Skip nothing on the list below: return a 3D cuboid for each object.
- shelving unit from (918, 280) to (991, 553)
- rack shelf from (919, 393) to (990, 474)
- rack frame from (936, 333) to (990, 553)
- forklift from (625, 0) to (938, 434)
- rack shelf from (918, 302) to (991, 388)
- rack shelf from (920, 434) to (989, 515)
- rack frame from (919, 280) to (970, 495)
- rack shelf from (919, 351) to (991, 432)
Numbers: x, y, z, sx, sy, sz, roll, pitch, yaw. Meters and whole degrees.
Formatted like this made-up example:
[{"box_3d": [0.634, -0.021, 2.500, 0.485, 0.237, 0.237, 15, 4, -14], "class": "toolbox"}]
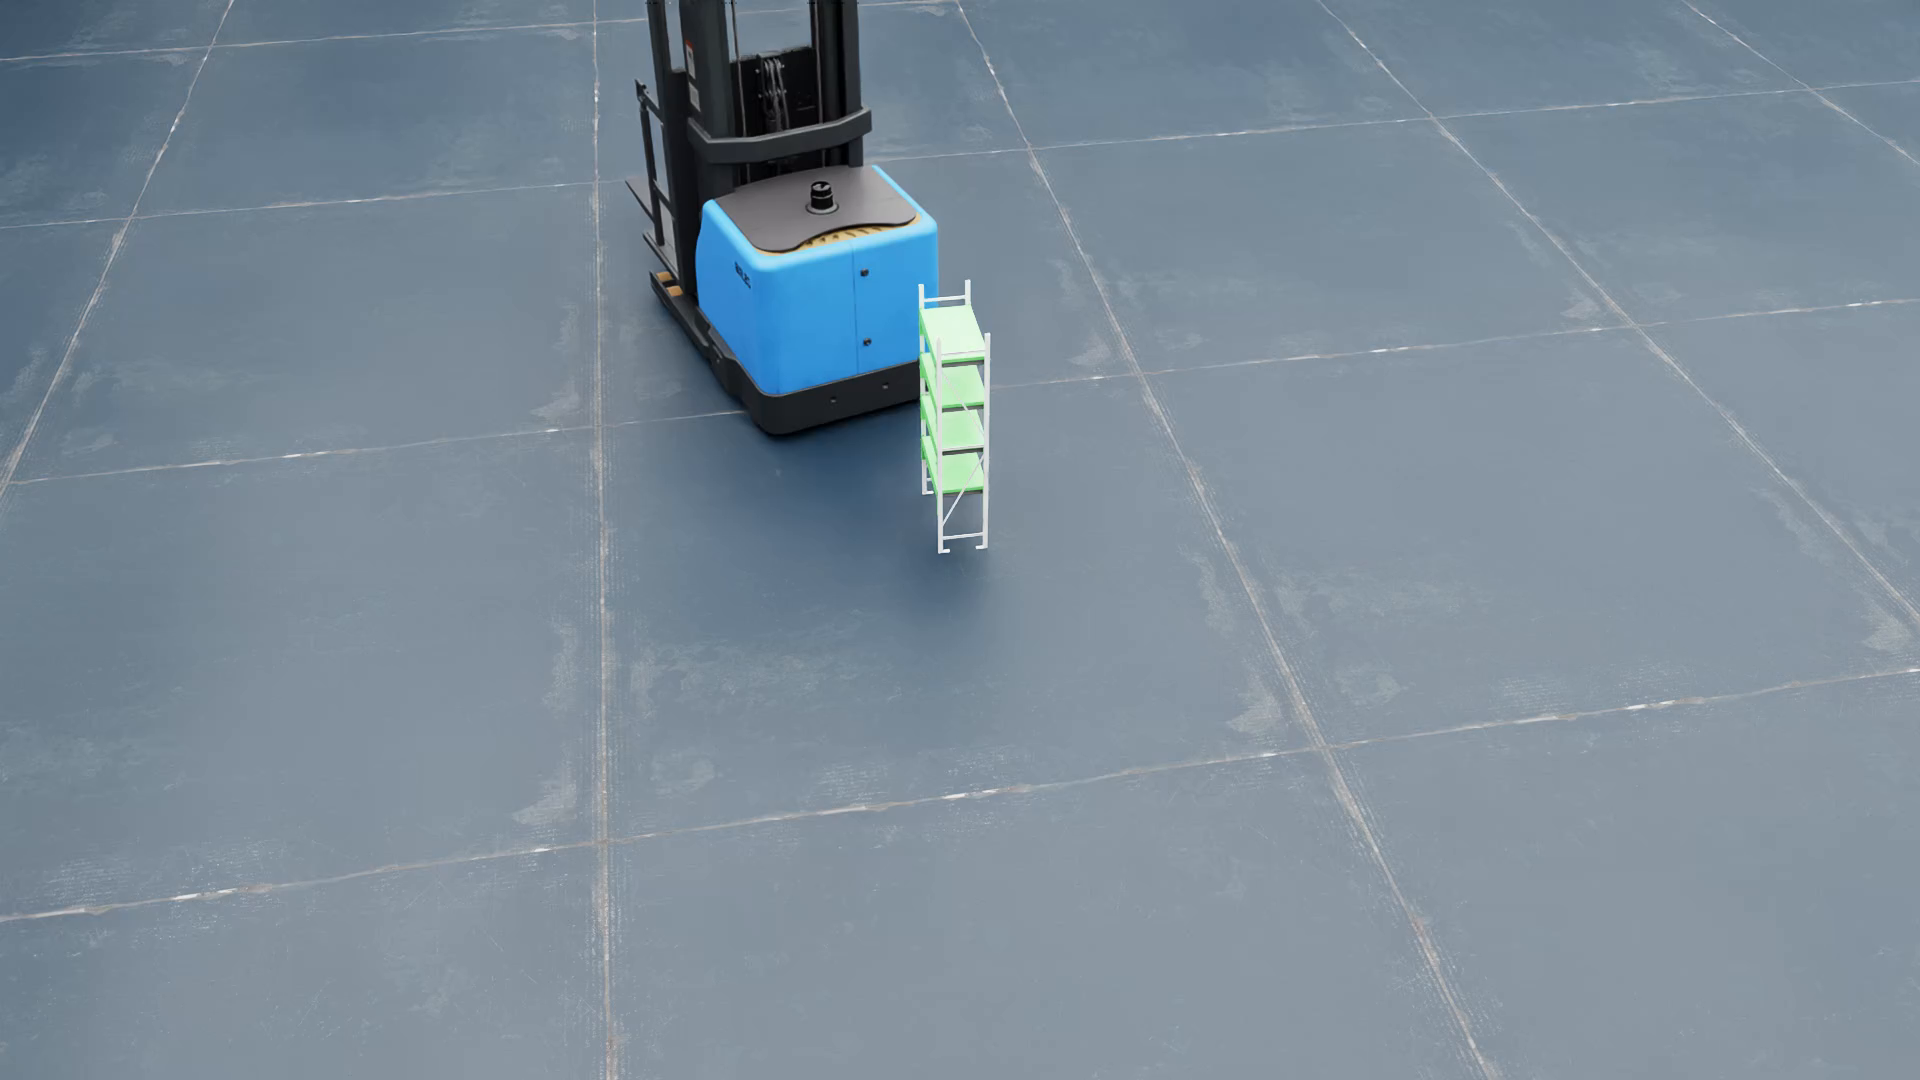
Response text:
[{"box_3d": [-0.029, -0.574, 7.911, 0.258, 1.200, 0.503, -6, 38, -8], "class": "shelving unit"}, {"box_3d": [-0.029, -0.523, 7.950, 0.258, 0.148, 0.480, -6, 38, -8], "class": "rack shelf"}, {"box_3d": [0.014, -0.426, 7.721, 0.240, 1.200, 0.015, -6, 38, -8], "class": "rack frame"}, {"box_3d": [-1.206, -2.609, 9.119, 1.130, 2.935, 3.031, -17, 41, -21], "class": "forklift"}, {"box_3d": [-0.029, -0.902, 7.655, 0.258, 0.148, 0.480, -6, 38, -8], "class": "rack shelf"}, {"box_3d": [-0.029, -0.334, 8.097, 0.258, 0.148, 0.480, -6, 38, -8], "class": "rack shelf"}, {"box_3d": [-0.072, -0.721, 8.100, 0.240, 1.200, 0.015, -6, 38, -8], "class": "rack frame"}, {"box_3d": [-0.029, -0.713, 7.802, 0.258, 0.148, 0.480, -6, 38, -8], "class": "rack shelf"}]
